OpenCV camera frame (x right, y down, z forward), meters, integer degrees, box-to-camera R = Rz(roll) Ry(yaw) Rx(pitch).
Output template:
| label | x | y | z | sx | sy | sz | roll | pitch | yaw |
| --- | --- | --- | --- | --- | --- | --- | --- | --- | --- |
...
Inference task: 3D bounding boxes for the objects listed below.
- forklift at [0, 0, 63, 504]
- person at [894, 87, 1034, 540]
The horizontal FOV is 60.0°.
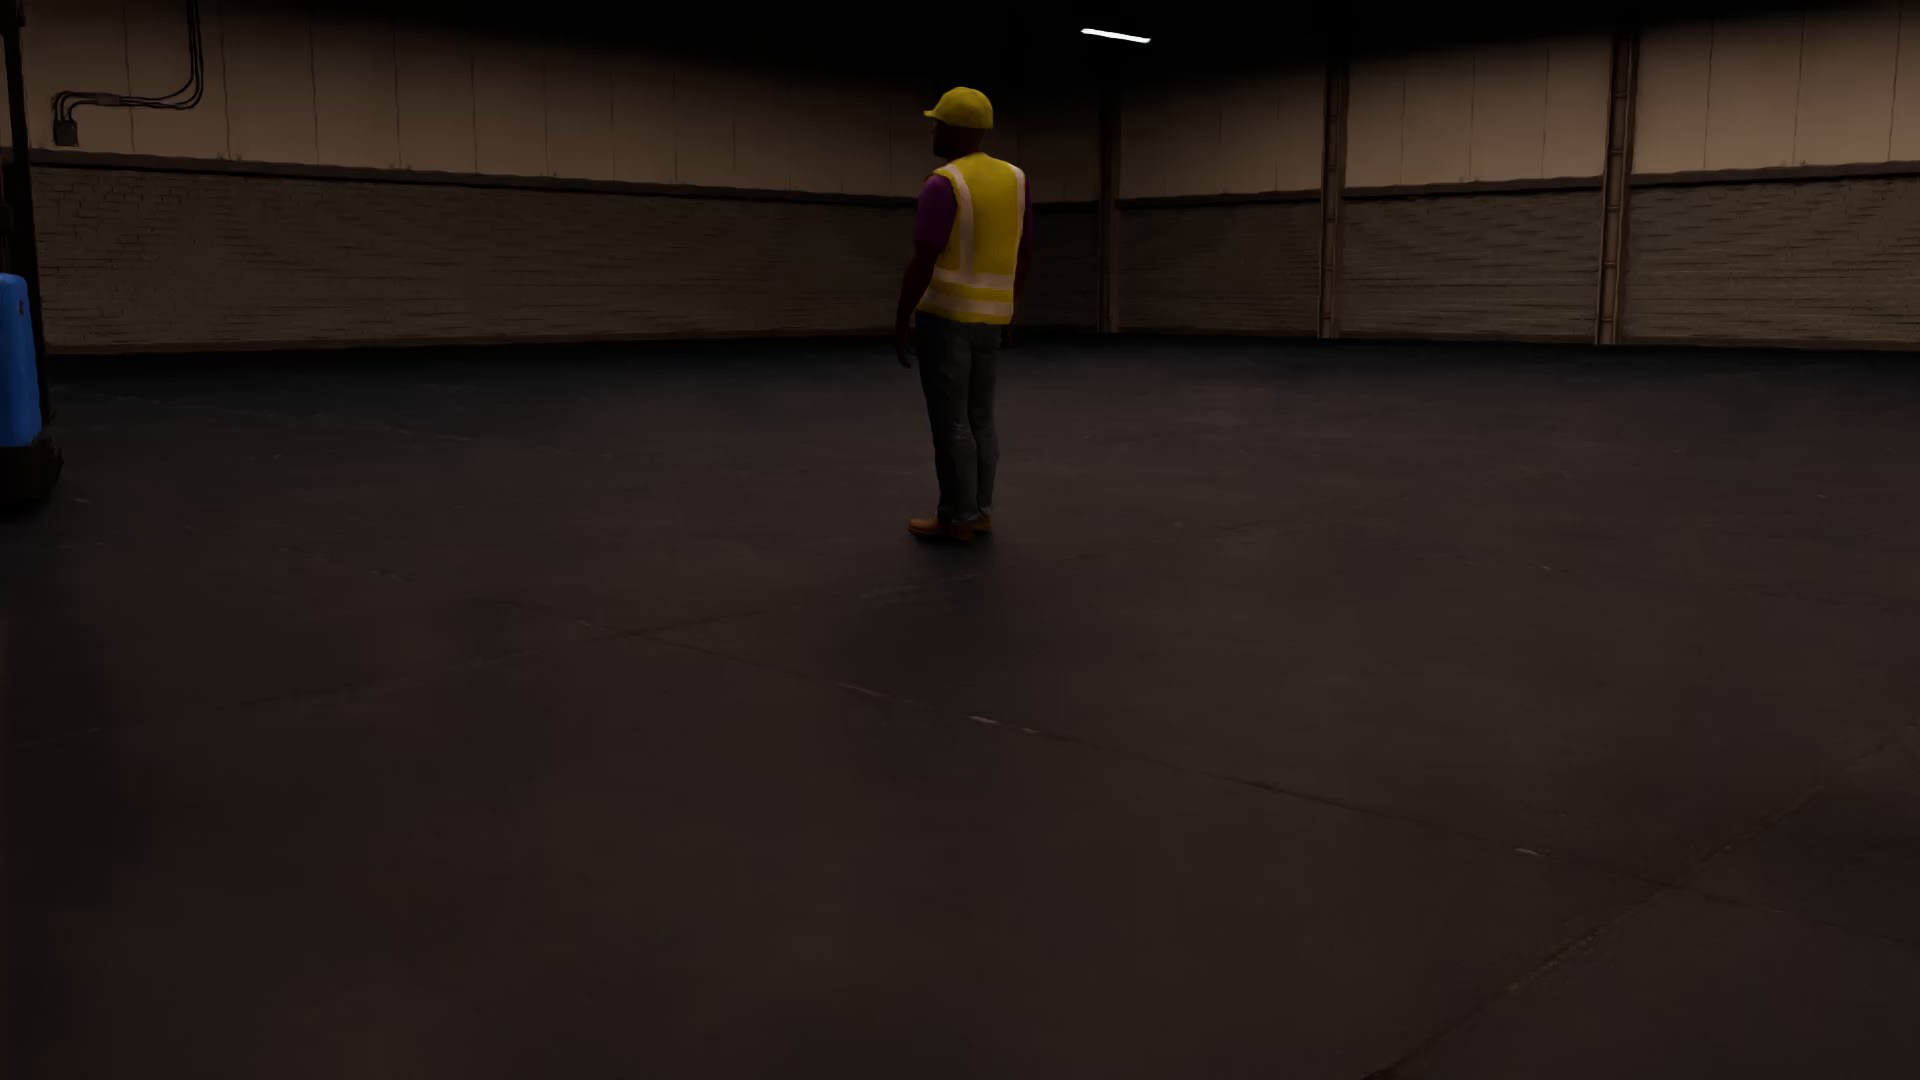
| label | x | y | z | sx | sy | sz | roll | pitch | yaw |
| --- | --- | --- | --- | --- | --- | --- | --- | --- | --- |
| forklift | -5.261 | -1.727 | 8.345 | 1.130 | 2.935 | 3.031 | -4 | 10 | -26 |
| person | -0.046 | -0.888 | 6.637 | 0.576 | 1.766 | 0.665 | 8 | 12 | 43 |
